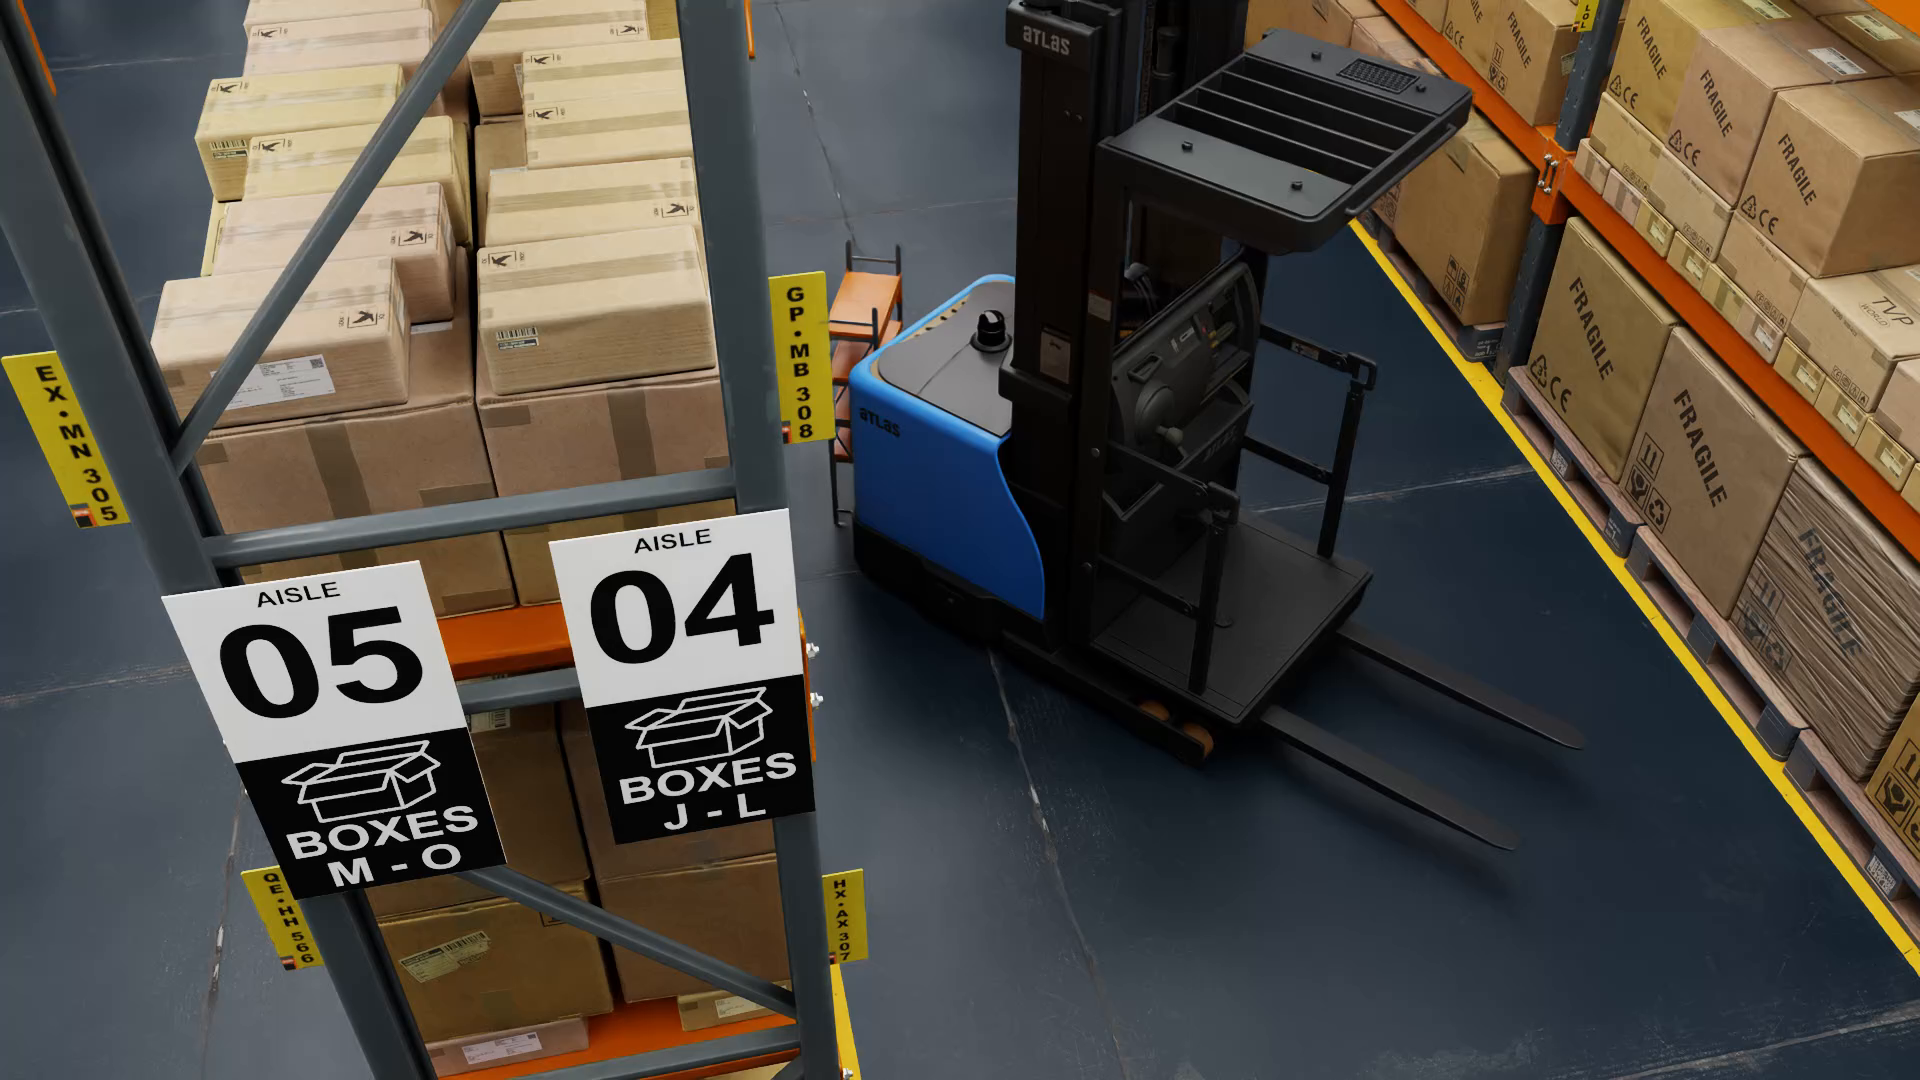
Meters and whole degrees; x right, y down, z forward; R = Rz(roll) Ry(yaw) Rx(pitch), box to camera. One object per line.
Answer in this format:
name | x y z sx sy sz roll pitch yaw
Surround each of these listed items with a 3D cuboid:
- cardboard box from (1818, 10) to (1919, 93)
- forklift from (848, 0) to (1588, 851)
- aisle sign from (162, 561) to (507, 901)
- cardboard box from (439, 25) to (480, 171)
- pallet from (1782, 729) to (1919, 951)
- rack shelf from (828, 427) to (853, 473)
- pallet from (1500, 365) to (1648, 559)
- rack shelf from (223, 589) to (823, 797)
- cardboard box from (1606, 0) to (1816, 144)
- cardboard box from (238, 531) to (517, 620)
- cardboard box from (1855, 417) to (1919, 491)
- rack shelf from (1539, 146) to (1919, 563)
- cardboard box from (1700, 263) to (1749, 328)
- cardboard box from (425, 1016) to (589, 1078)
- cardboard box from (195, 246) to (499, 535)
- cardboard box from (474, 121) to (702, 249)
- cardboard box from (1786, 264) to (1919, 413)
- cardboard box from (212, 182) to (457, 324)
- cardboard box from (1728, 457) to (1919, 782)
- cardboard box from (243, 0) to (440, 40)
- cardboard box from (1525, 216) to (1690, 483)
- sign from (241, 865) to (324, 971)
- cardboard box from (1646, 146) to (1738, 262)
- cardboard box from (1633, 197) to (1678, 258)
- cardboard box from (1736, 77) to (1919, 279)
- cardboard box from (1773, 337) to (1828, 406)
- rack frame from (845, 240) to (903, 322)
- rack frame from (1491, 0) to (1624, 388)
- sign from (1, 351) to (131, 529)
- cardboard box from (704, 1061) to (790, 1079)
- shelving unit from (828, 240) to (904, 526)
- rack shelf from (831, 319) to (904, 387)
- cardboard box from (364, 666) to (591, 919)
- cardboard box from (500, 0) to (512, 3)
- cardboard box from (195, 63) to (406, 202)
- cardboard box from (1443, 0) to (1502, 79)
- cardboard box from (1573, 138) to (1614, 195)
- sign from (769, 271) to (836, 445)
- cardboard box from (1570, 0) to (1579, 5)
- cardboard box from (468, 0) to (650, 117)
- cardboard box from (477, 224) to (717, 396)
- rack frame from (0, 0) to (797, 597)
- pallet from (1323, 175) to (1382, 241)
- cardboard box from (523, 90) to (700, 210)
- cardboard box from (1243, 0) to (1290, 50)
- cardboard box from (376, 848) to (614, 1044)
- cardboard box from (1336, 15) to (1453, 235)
cardboard box | 3.678 -1.750 6.567 0.500 0.500 0.500 -8 42 -9
forklift | 1.001 -0.617 6.019 3.031 2.935 1.130 28 49 28
aisle sign | -1.065 0.357 2.912 0.394 0.787 0.004 -8 42 -9
cardboard box | -1.355 -0.940 3.808 0.500 0.250 0.500 -8 42 -9
pallet | 3.828 1.129 6.100 1.003 0.211 1.213 -8 42 -9
rack shelf | -0.416 -0.470 7.558 0.258 0.148 0.480 6 42 7
pallet | 3.301 -0.452 7.882 1.003 0.211 1.213 -8 42 -9
rack shelf | -1.220 -0.910 4.580 1.077 0.370 4.000 -8 42 -9
cardboard box | 3.067 -1.988 6.835 0.500 0.500 0.500 -8 42 -9
cardboard box | -1.144 -0.084 3.220 0.500 0.250 0.500 -9 42 -10
cardboard box | 3.400 -0.326 5.829 0.380 0.149 0.250 -8 42 -9
rack shelf | 3.645 -0.434 6.303 1.077 0.370 4.000 -8 42 -9
cardboard box | 3.181 -0.989 6.575 0.380 0.149 0.250 -9 42 -10
cardboard box | -1.134 1.162 4.152 0.380 0.149 0.250 -8 42 -9
cardboard box | -1.136 -0.276 3.060 0.500 0.250 0.500 -10 42 -11
cardboard box | -0.742 -0.674 3.508 0.500 0.250 0.500 -9 42 -10
cardboard box | 3.378 -0.733 5.987 0.500 0.250 0.500 -8 42 -9
cardboard box | -1.125 -0.507 3.020 0.380 0.149 0.250 -8 42 -9
cardboard box | 3.664 0.238 6.288 0.875 0.875 0.875 -8 42 -9
cardboard box | -1.392 -1.171 3.768 0.380 0.149 0.250 -7 42 -8
cardboard box | 3.278 -0.922 7.595 0.875 0.875 0.875 -8 42 -9
sign | -1.334 0.754 3.312 0.100 0.325 0.005 -8 42 -9
cardboard box | 3.162 -1.389 6.726 0.500 0.250 0.500 -9 42 -9
cardboard box | 3.067 -1.325 6.954 0.380 0.149 0.250 -7 42 -8
cardboard box | 3.283 -1.331 6.095 0.500 0.500 0.500 -10 42 -11
cardboard box | 3.291 -0.656 6.200 0.380 0.149 0.250 -9 42 -11
rack frame | -0.375 -0.828 7.561 0.240 1.200 0.015 6 42 7
rack frame | 3.214 -1.999 7.524 1.000 3.000 0.127 -8 42 -9
sign | -1.334 -0.148 2.512 0.100 0.325 0.005 -8 42 -9
cardboard box | -0.569 1.537 4.924 0.380 0.149 0.250 -10 43 -11
shelving unit | -0.416 -0.669 7.381 0.258 1.200 0.503 6 42 7
rack shelf | -0.416 -0.786 7.277 0.258 0.148 0.480 6 42 7
cardboard box | -1.130 0.455 3.707 0.500 0.500 0.500 -9 42 -10
cardboard box | -0.942 -1.417 4.045 0.380 0.149 0.250 -7 42 -8
cardboard box | -1.323 -0.832 3.386 0.380 0.149 0.250 -8 42 -9
cardboard box | 2.746 -2.622 8.151 0.500 0.500 0.500 -7 42 -8
cardboard box | 2.953 -1.666 7.338 0.380 0.149 0.250 -8 42 -9
sign | -0.258 -0.288 2.678 0.100 0.325 0.005 -8 42 -9
cardboard box | 3.068 -2.825 7.623 0.797 0.503 0.637 -9 42 -10
cardboard box | -0.871 -1.069 3.653 0.380 0.149 0.250 -7 42 -8
cardboard box | -0.635 -0.406 2.906 0.380 0.149 0.250 -9 42 -10
rack frame | -0.788 -1.005 1.885 1.000 3.000 0.127 -8 42 -9
pallet | 2.707 -2.238 9.894 1.003 0.211 1.213 -8 42 -9
cardboard box | -0.660 -0.760 3.305 0.380 0.149 0.250 -8 42 -9
cardboard box | 2.479 -3.504 10.504 1.225 0.875 0.875 -10 43 -11
cardboard box | -1.136 0.836 4.031 0.500 0.500 0.500 -8 42 -8
cardboard box | 2.862 -2.353 9.207 1.225 0.875 0.875 -10 43 -11
